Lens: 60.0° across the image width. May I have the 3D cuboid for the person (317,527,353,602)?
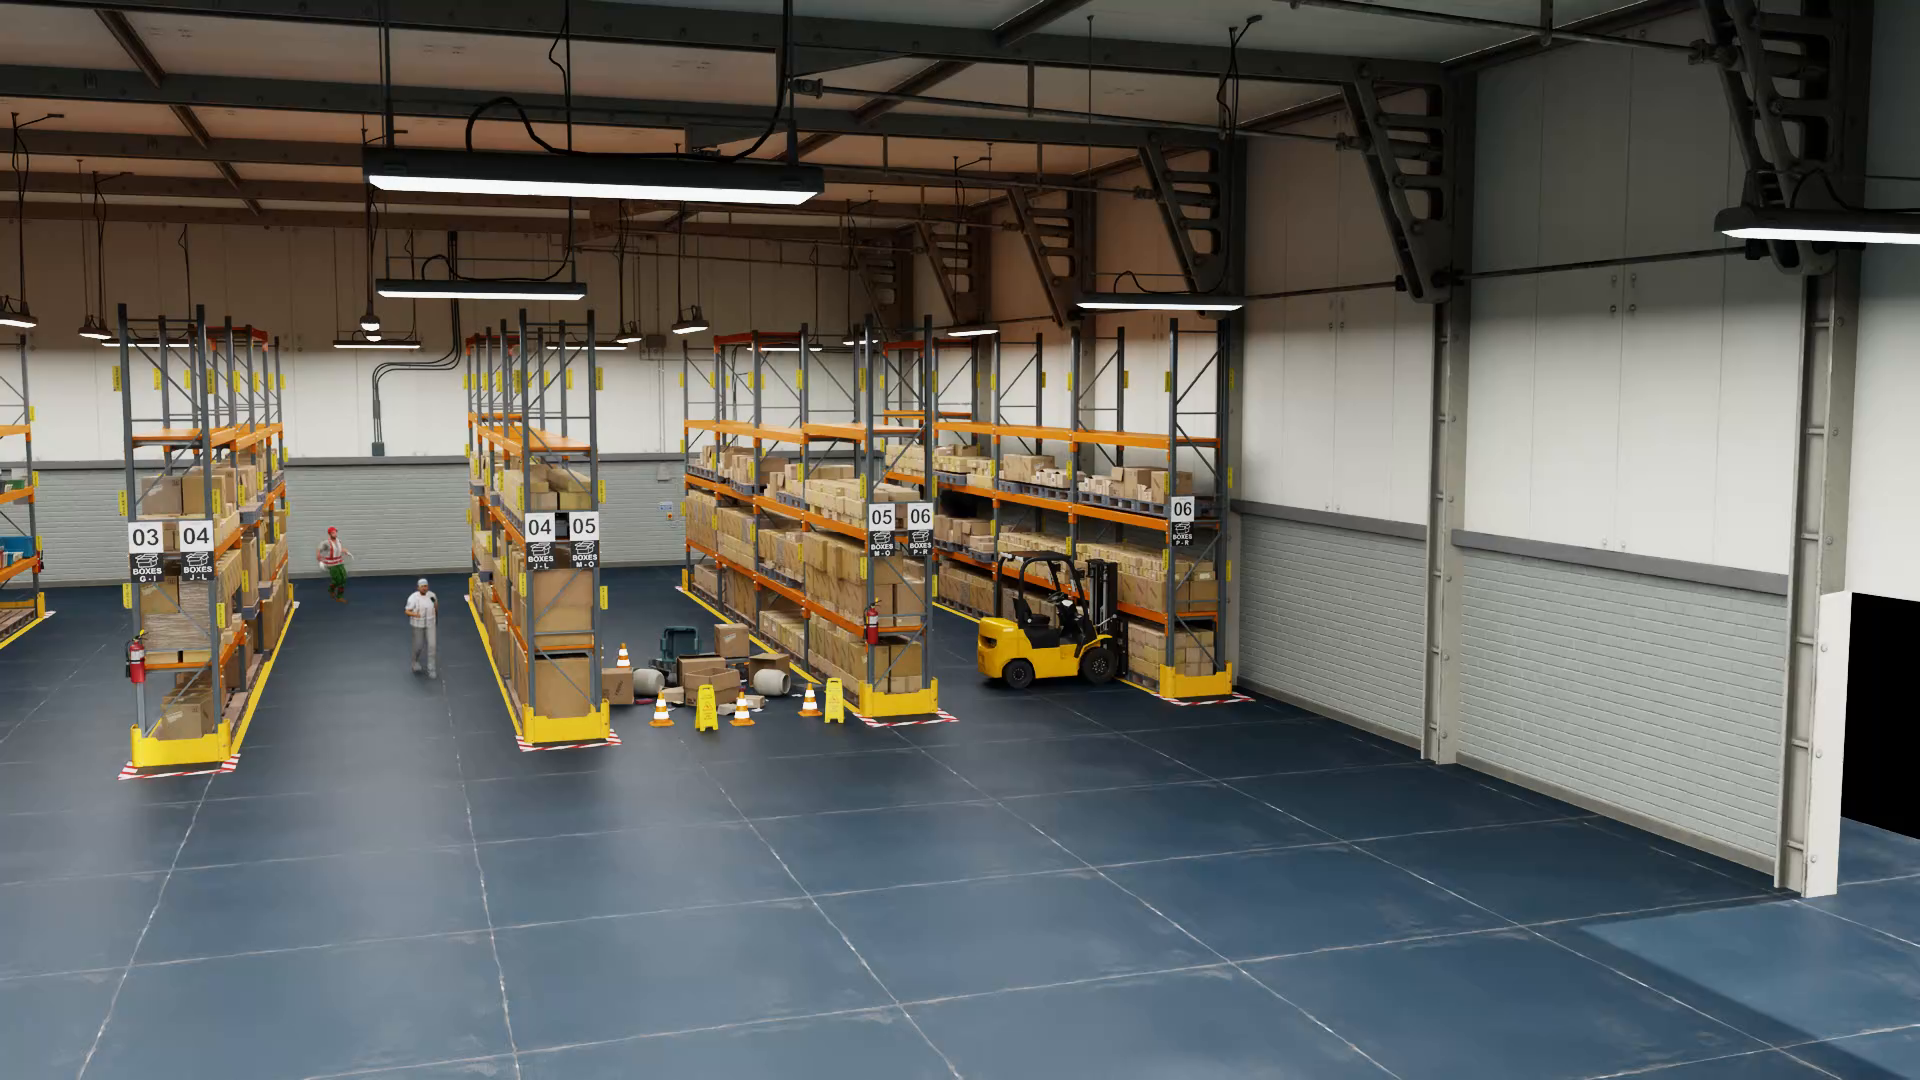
[{"bbox_3d":[-14.235,0.569,37.782,0.618,1.749,0.784,3,6,31],"label":"person"}]

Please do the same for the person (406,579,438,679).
[{"bbox_3d":[-9.191,1.485,28.446,0.580,1.685,0.896,-3,6,-29],"label":"person"}]
